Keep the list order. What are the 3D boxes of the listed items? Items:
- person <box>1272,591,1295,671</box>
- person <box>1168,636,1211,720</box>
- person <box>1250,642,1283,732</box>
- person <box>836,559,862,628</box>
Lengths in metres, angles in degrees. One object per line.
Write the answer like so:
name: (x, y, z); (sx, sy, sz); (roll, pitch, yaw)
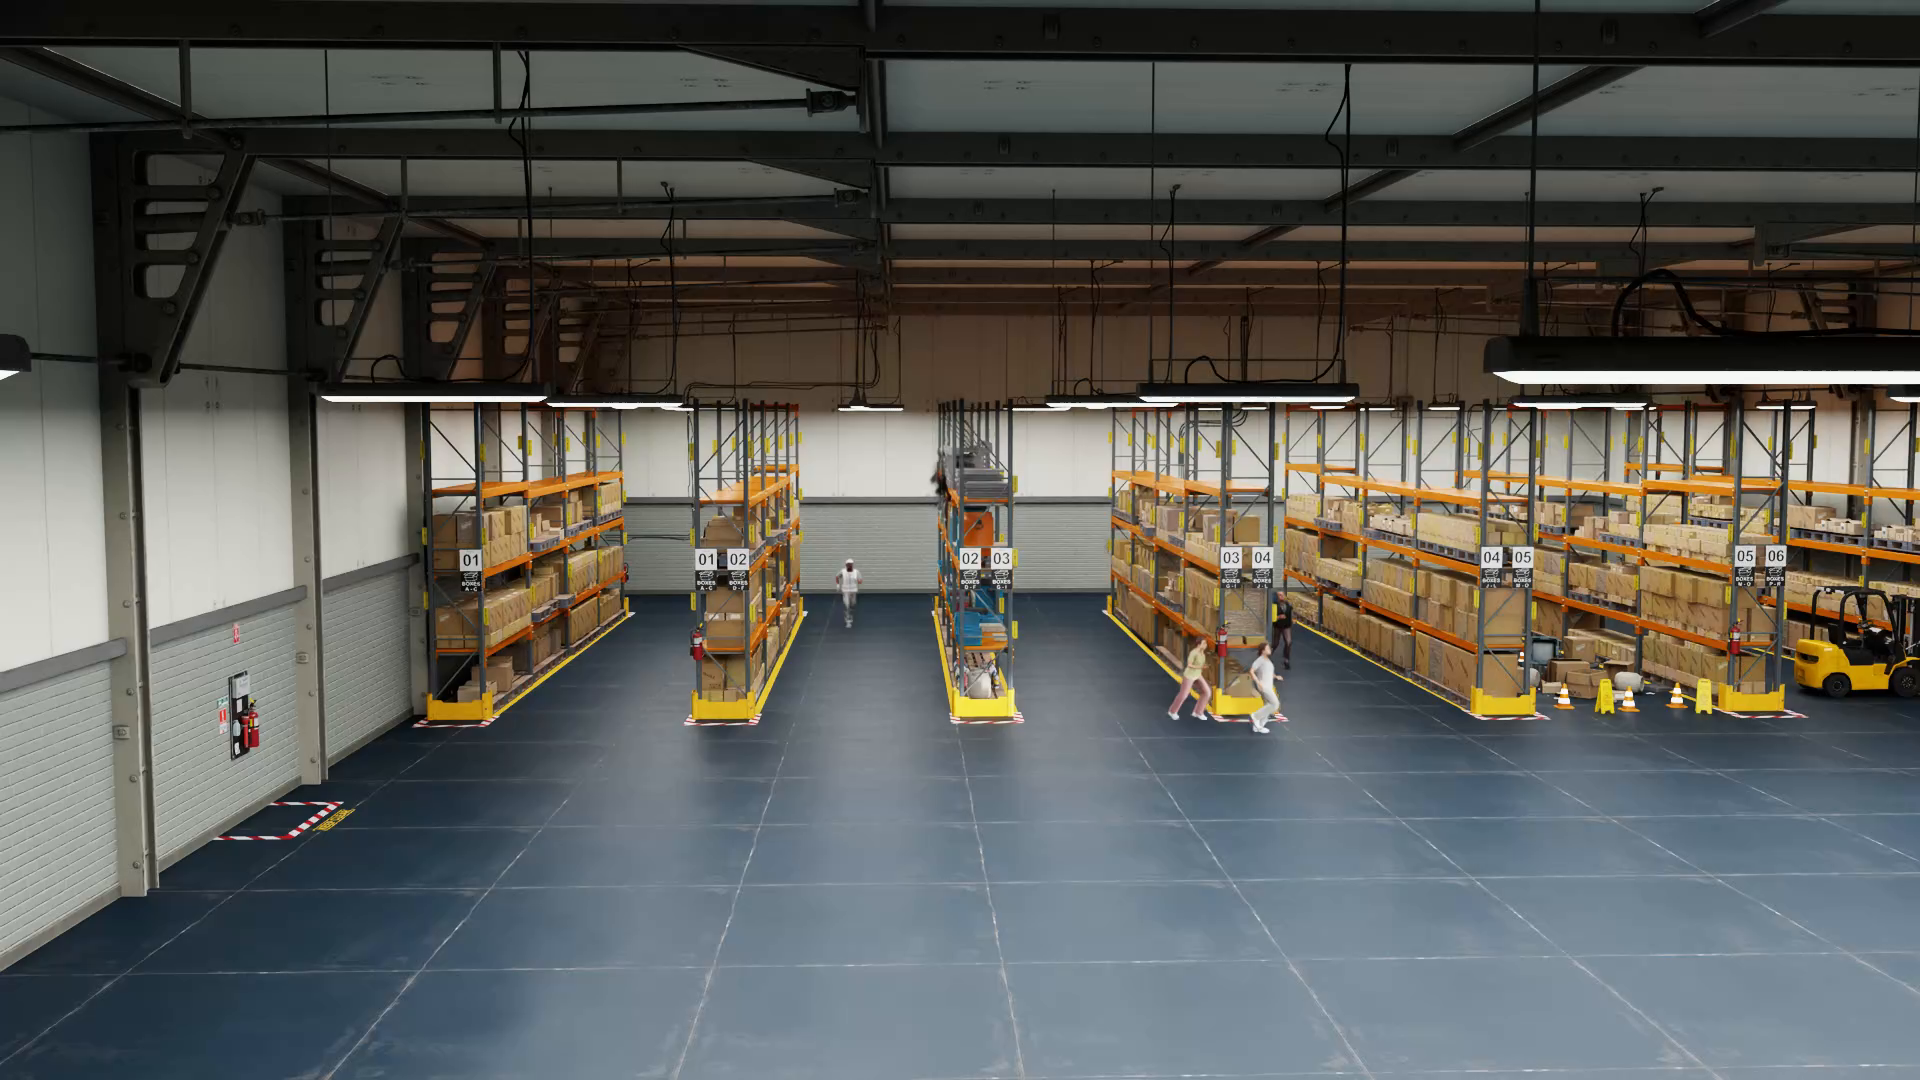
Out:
person: (7.229, 2.022, 37.485); (0.666, 1.766, 0.907); (-1, 4, -7)
person: (4.331, 2.566, 31.010); (0.562, 1.587, 0.927); (-4, 6, -42)
person: (5.507, 2.646, 29.784); (0.558, 1.630, 0.561); (2, 5, 27)
person: (-2.965, 1.412, 44.733); (0.678, 1.804, 0.934); (-1, 4, -15)
